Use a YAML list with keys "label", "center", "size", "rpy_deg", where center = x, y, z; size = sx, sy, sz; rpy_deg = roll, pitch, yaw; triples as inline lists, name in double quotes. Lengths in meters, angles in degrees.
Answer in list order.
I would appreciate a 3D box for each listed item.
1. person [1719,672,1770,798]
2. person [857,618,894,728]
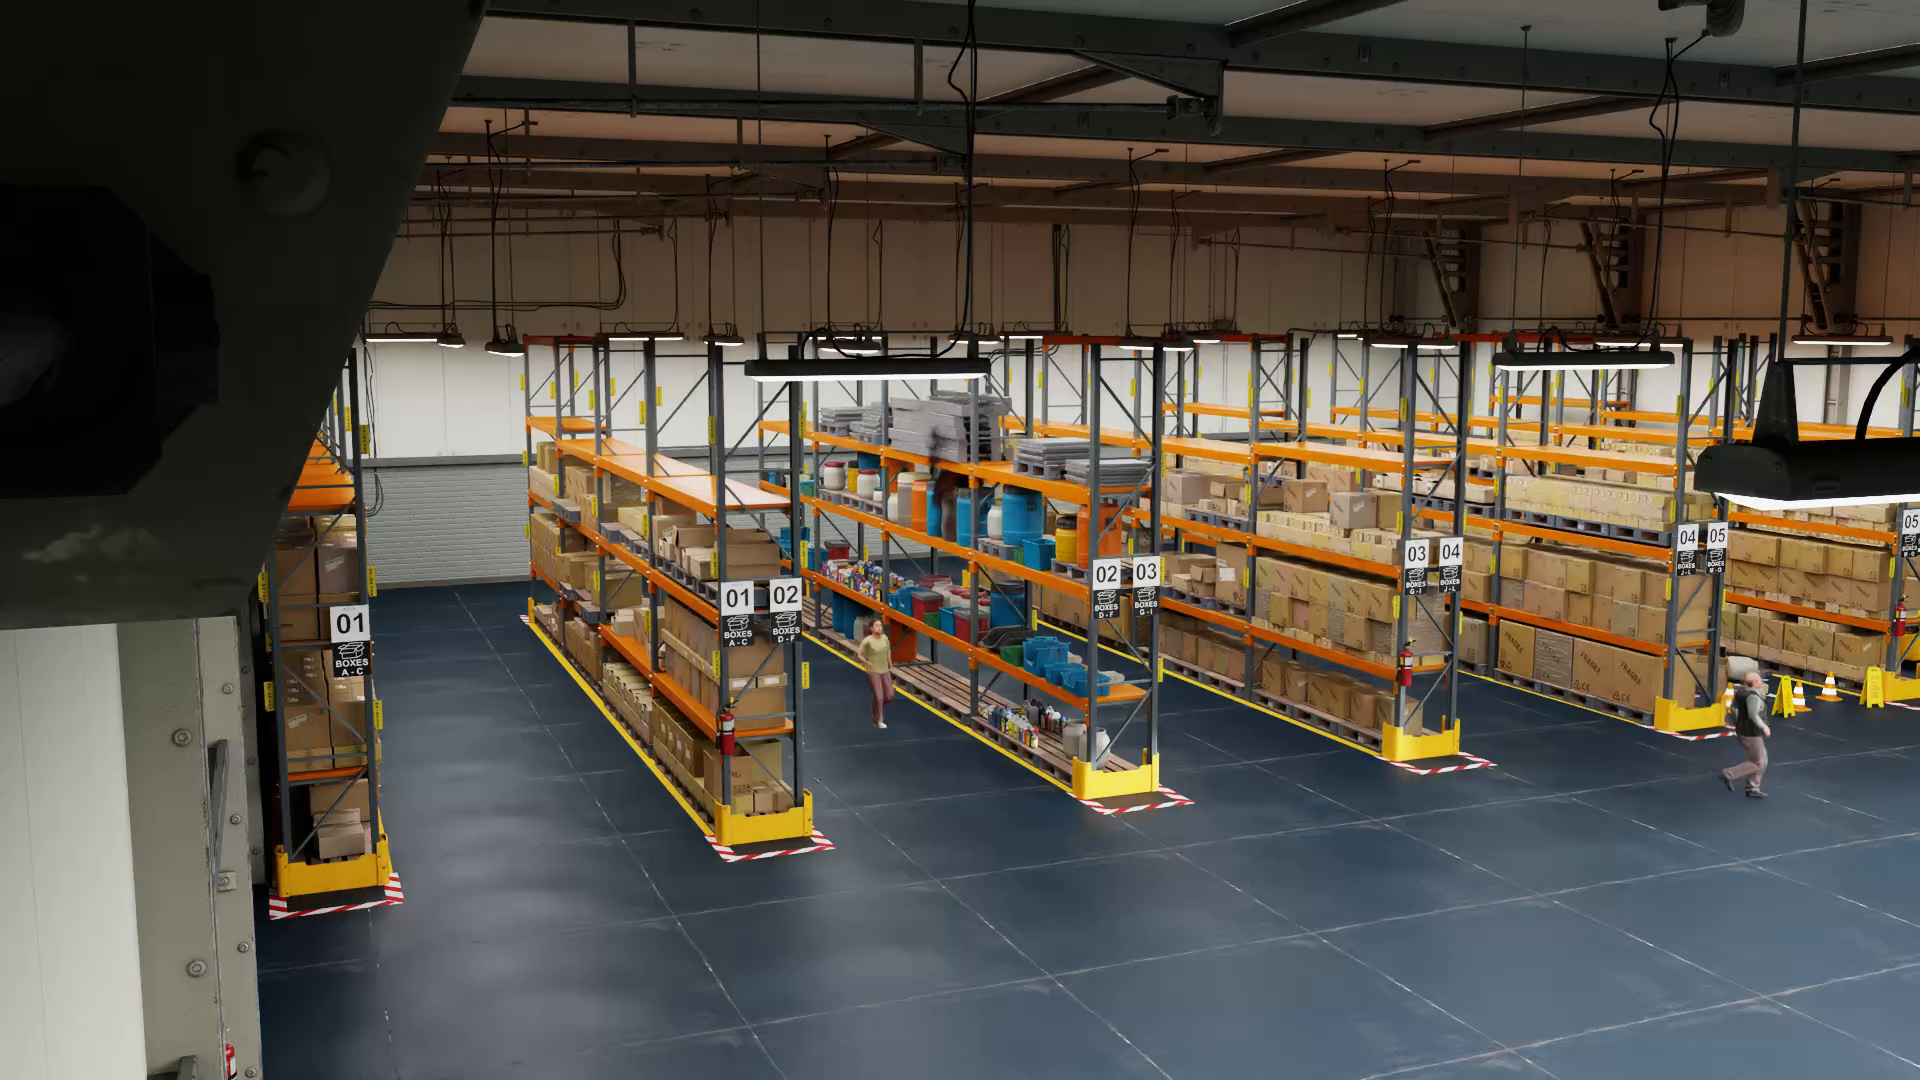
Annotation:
- label: "person"
  center: [10.393, 2.584, 22.027]
  size: [0.643, 1.698, 0.668]
  rpy_deg: [1, 8, 7]
- label: "person"
  center: [-1.232, 1.962, 24.637]
  size: [0.578, 1.631, 0.519]
  rpy_deg: [-5, 9, -32]
